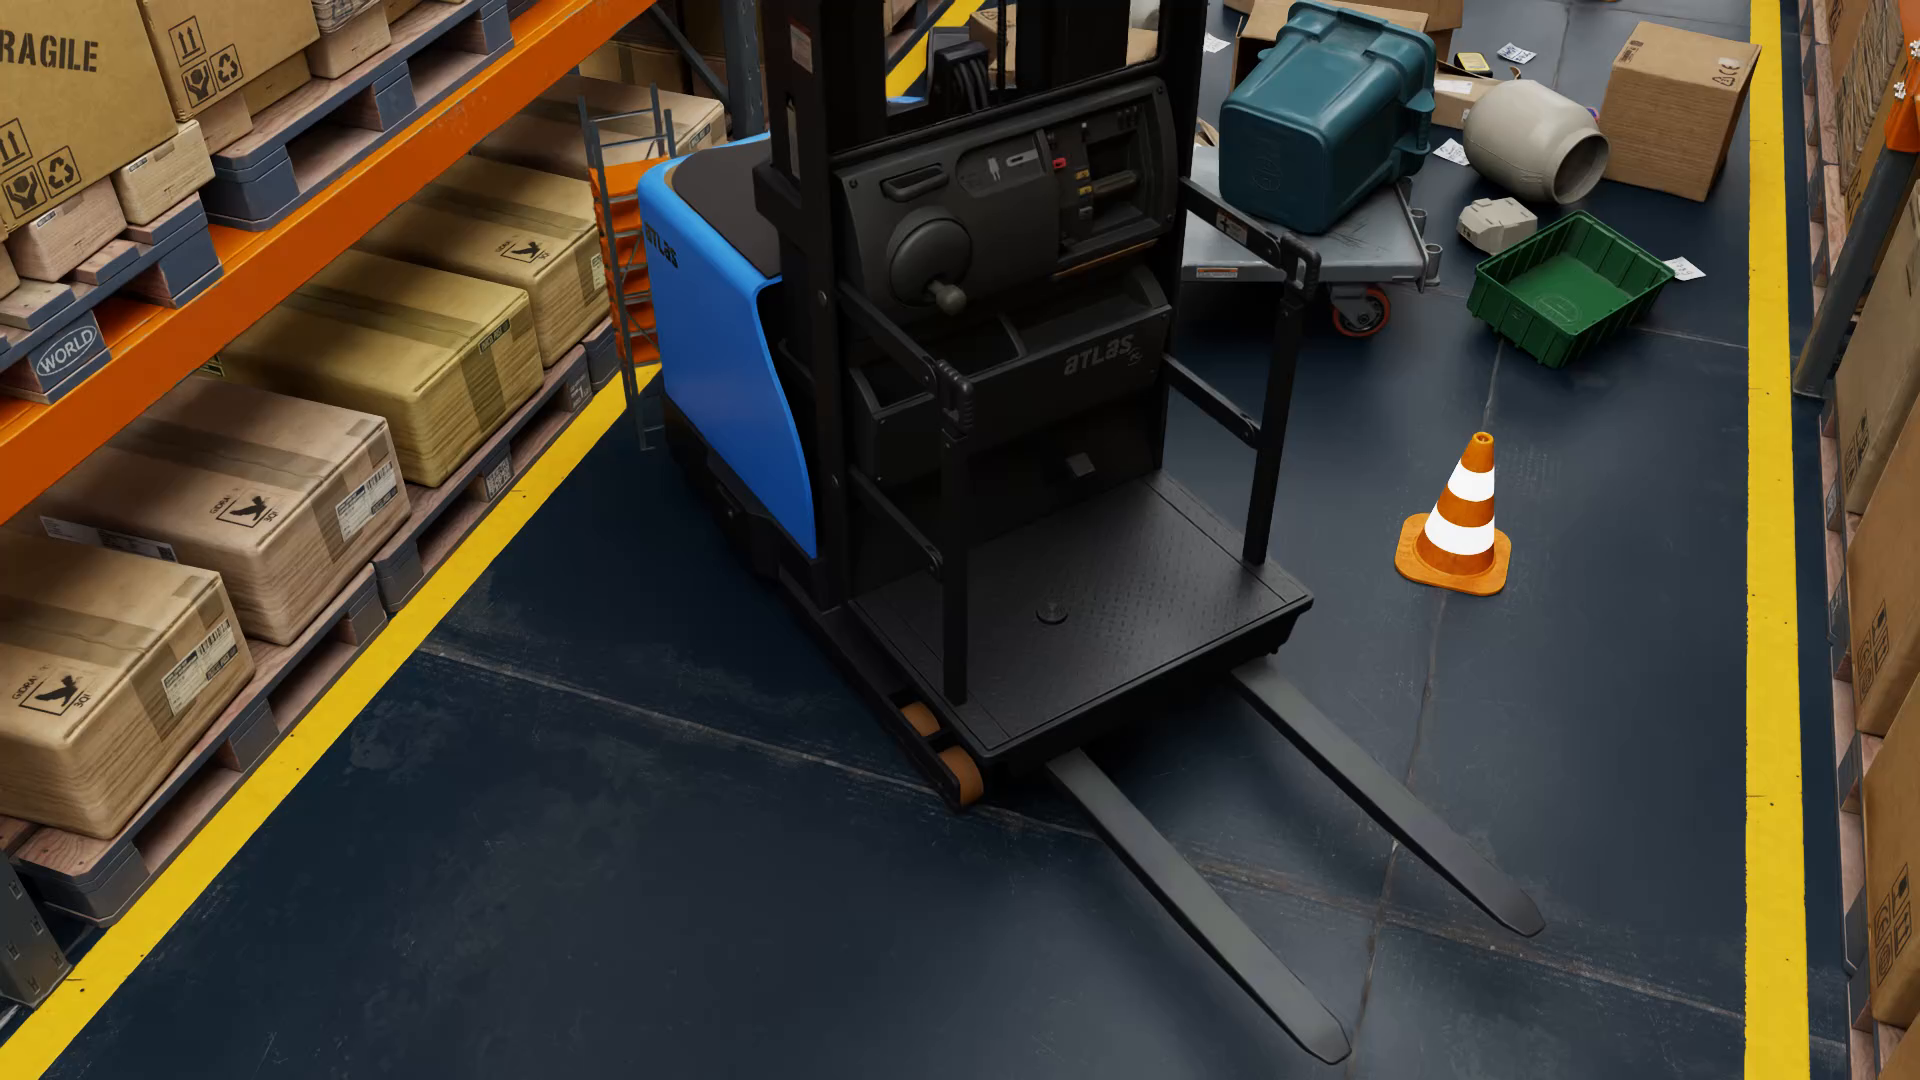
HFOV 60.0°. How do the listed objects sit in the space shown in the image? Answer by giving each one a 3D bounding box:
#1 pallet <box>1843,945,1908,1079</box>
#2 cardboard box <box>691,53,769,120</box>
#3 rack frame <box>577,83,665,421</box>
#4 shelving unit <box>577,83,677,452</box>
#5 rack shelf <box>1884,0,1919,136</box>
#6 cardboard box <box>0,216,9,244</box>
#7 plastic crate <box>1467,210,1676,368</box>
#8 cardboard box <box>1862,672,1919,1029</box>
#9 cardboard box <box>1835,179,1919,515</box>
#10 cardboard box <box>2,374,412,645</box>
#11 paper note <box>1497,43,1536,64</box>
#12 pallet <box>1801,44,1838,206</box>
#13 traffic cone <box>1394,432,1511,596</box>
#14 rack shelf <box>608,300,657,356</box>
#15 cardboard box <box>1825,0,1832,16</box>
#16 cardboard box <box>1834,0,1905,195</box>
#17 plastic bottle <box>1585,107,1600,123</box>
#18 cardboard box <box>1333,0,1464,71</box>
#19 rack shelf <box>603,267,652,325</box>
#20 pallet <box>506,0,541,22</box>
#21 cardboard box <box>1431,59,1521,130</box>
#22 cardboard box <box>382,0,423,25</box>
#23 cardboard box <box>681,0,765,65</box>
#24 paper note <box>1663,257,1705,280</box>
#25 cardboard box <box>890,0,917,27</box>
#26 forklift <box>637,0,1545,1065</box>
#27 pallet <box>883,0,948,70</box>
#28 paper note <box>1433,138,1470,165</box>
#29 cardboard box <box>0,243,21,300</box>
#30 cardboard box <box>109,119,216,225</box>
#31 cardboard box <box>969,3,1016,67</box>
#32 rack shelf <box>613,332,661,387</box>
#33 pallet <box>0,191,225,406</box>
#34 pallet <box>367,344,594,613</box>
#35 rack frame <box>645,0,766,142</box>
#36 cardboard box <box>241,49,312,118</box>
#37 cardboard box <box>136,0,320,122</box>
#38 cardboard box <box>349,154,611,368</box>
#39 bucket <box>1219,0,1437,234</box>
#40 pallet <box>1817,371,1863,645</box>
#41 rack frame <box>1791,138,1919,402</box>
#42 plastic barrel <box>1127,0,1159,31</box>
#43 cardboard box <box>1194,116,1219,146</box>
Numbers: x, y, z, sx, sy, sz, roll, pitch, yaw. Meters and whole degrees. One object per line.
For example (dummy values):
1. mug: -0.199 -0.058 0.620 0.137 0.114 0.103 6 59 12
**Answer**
1. pallet: 2.389 1.460 3.376 1.003 0.211 1.213 13 42 15
2. cardboard box: -0.814 -2.027 7.110 0.500 0.250 0.500 11 42 13
3. rack frame: -1.028 -0.895 5.374 0.240 1.200 0.006 -14 42 -16
4. shelving unit: -0.995 -0.839 5.309 0.258 1.200 0.189 -14 42 -16
5. rack shelf: 4.100 -2.523 6.450 1.077 0.370 4.000 13 42 15
6. cardboard box: -2.266 -0.708 3.139 0.500 0.500 0.500 12 42 14
7. plastic crate: 2.245 -0.925 6.146 0.662 0.188 0.450 -29 58 -29
8. cardboard box: 2.637 0.674 3.559 1.050 0.750 0.750 14 42 16
9. cardboard box: 3.289 -0.482 4.914 1.050 0.750 0.750 13 42 15
10. cardboard box: -2.190 -0.128 4.790 0.950 0.372 0.625 13 42 14
11. paper note: 2.667 -2.332 7.961 0.144 0.017 0.142 29 48 29
12. pallet: 4.166 -1.709 7.090 1.003 0.211 1.213 13 42 15
13. traffic cone: 1.539 -0.129 5.044 0.336 0.463 0.334 13 42 15
14. rack shelf: -0.995 -0.714 5.416 0.258 0.103 0.180 -14 42 -16
15. cardboard box: 4.614 -2.939 7.698 0.875 0.875 0.875 14 42 15
16. cardboard box: 4.002 -1.847 6.417 0.875 0.875 0.875 14 42 15
17. plastic bottle: 2.695 -1.873 7.398 0.283 0.061 0.133 0 40 0
18. cardboard box: 1.877 -2.470 7.758 0.797 0.503 0.637 -13 42 -15
19. rack shelf: -0.995 -0.805 5.338 0.258 0.103 0.180 -14 42 -16
20. pallet: -1.668 -2.107 5.556 1.003 0.211 1.213 13 42 15
21. cardboard box: 2.273 -1.994 7.382 0.396 0.266 0.258 21 45 22
22. cardboard box: -1.735 -1.546 4.621 0.380 0.149 0.250 12 42 14
23. cardboard box: -0.814 -2.312 6.867 0.500 0.500 0.500 15 43 17
24. paper note: 2.795 -1.058 6.467 0.147 0.020 0.142 -13 42 -15
25. cardboard box: -0.463 -2.679 7.874 0.500 0.250 0.500 13 42 15
26. forklift: 0.258 -0.756 3.878 1.130 2.935 3.031 -23 45 -24
27. pallet: -0.658 -2.717 8.272 1.003 0.211 1.213 13 42 15
28. paper note: 2.161 -1.679 7.200 0.172 0.023 0.155 29 48 29
29. cardboard box: -2.223 -0.560 3.465 0.380 0.149 0.250 11 42 12
30. cardboard box: -1.973 -0.880 3.840 0.380 0.149 0.250 14 42 15
31. cardboard box: 0.375 -2.015 7.225 0.500 0.500 0.500 -21 45 -22
32. rack shelf: -0.995 -0.623 5.494 0.258 0.103 0.180 -14 42 -16
33. pallet: -2.494 -0.559 3.742 1.213 0.211 1.003 13 42 15
34. pallet: -1.950 -0.331 5.475 1.003 0.211 1.213 13 42 15
35. rack frame: -1.270 -2.614 6.002 1.000 3.000 0.127 13 42 15
36. cardboard box: -1.904 -1.225 4.245 0.380 0.149 0.250 15 43 17
37. cardboard box: -1.919 -1.353 3.895 0.500 0.500 0.500 14 42 16
38. cardboard box: -1.689 -1.014 5.828 0.950 0.372 0.625 16 43 18
39. bucket: 1.296 -1.504 6.053 0.726 0.611 0.620 29 58 29
40. pallet: 3.223 -0.028 5.121 1.003 0.211 1.213 13 42 15
41. rack frame: 3.416 -1.577 4.787 1.000 3.000 0.127 13 42 15
42. plastic barrel: 0.814 -2.477 7.828 0.421 0.421 0.512 -21 45 -22
43. cardboard box: 1.026 -1.594 6.914 0.258 0.266 0.396 -13 42 -15
